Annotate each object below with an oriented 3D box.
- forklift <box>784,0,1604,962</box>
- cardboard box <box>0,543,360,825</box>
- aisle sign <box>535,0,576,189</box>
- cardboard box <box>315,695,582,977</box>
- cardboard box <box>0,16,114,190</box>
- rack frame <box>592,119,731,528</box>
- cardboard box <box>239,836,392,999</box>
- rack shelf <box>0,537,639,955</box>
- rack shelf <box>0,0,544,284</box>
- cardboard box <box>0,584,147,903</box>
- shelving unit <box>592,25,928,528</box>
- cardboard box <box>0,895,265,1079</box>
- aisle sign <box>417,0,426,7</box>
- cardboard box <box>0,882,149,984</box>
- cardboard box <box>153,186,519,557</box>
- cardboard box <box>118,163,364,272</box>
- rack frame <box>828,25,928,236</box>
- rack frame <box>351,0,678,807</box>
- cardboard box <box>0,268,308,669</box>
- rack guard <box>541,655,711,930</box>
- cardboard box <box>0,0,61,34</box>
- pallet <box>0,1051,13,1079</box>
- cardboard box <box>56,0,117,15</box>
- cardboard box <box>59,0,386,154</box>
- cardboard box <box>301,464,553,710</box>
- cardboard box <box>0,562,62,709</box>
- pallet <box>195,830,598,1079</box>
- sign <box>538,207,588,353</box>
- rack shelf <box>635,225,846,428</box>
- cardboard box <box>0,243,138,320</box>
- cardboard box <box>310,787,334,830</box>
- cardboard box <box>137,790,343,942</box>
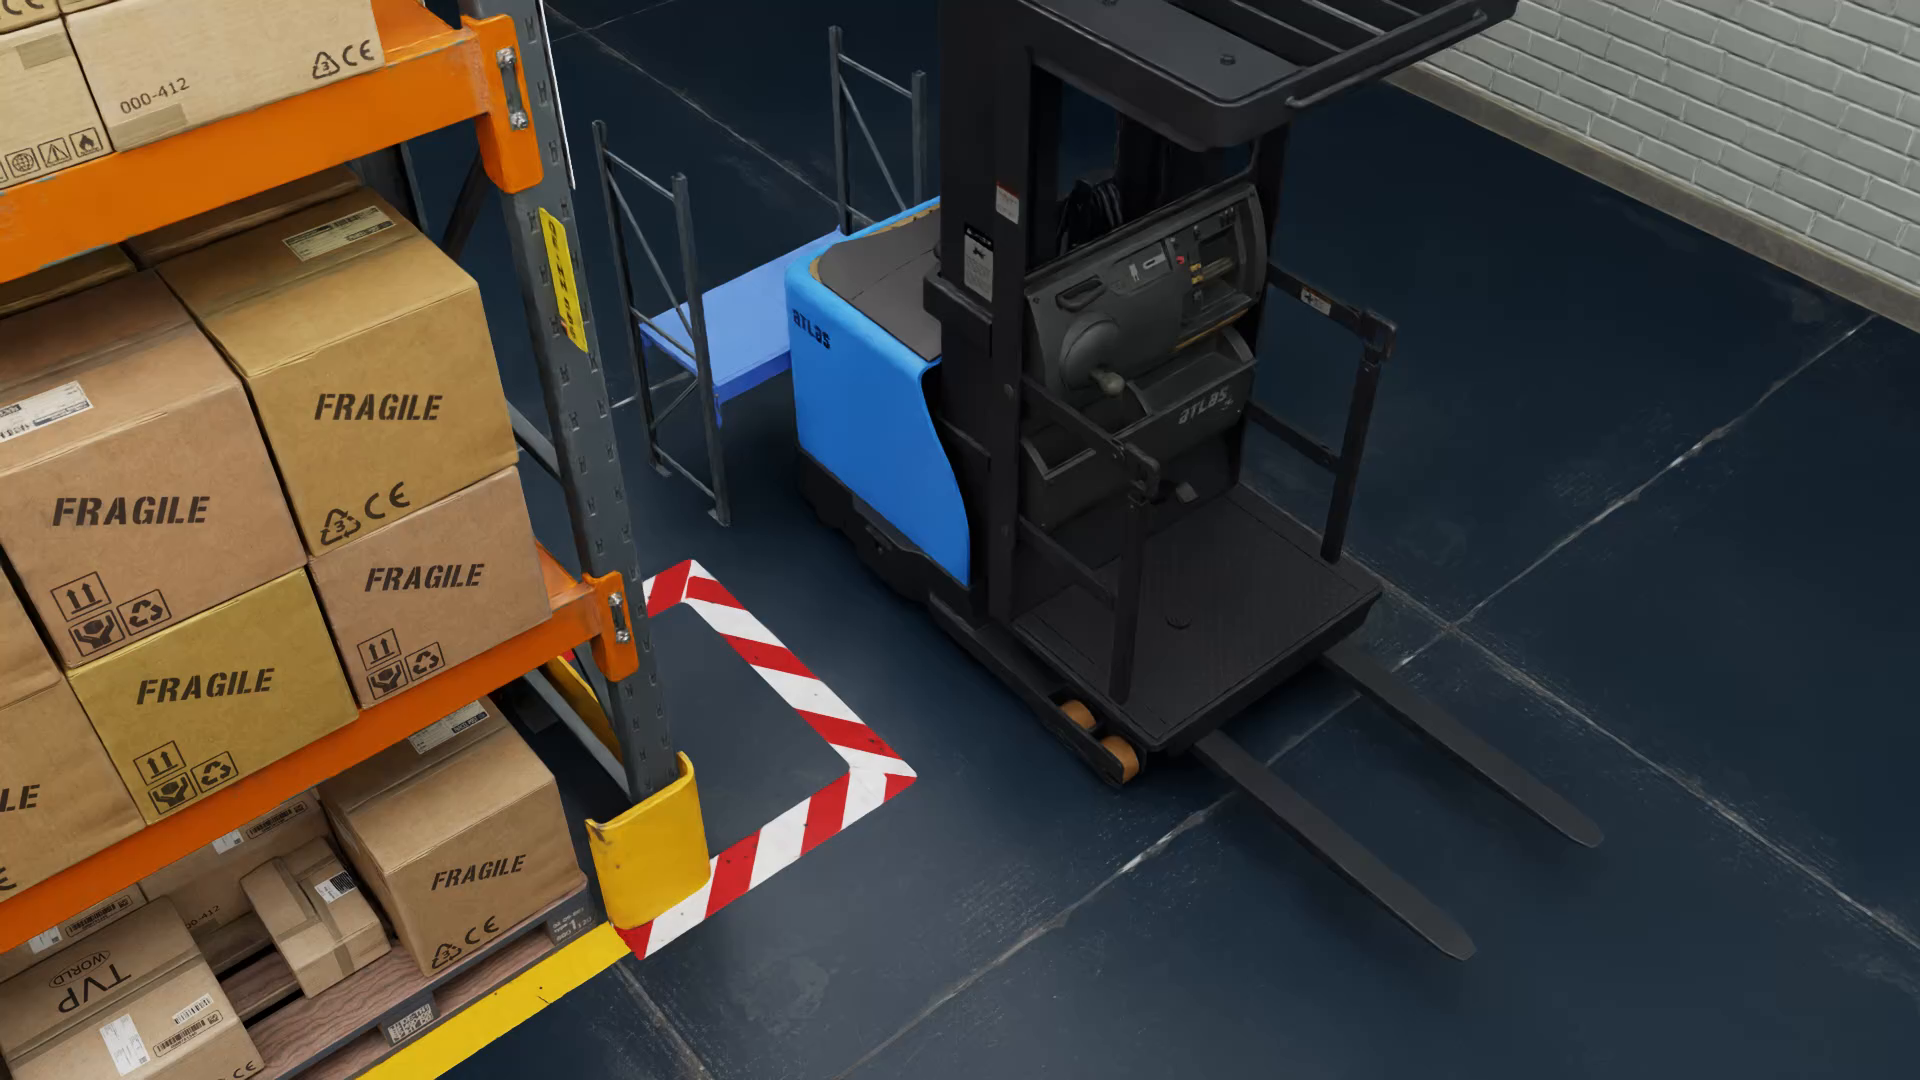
[{"bbox_3d":[0.706,-0.665,4.817,1.130,2.935,3.031,-30,51,-28],"label":"forklift"},{"bbox_3d":[-1.756,0.215,3.757,0.500,0.500,0.500,-29,51,-28],"label":"cardboard box"},{"bbox_3d":[-0.943,-1.135,3.368,0.004,0.787,0.394,-30,51,-28],"label":"aisle sign"},{"bbox_3d":[-1.451,0.801,4.710,0.500,0.500,0.500,-30,51,-28],"label":"cardboard box"},{"bbox_3d":[-1.807,-0.779,2.806,0.500,0.250,0.500,-30,51,-28],"label":"cardboard box"},{"bbox_3d":[-1.048,-0.725,5.927,0.032,1.500,0.500,-32,52,-29],"label":"rack frame"},{"bbox_3d":[-1.819,1.053,4.686,0.250,0.166,0.380,-30,51,-28],"label":"cardboard box"},{"bbox_3d":[-2.726,0.823,3.708,4.000,0.370,1.077,-30,51,-28],"label":"rack shelf"},{"bbox_3d":[-2.726,-0.271,2.681,4.000,0.370,1.077,-30,51,-28],"label":"rack shelf"},{"bbox_3d":[-2.143,0.431,3.527,0.500,0.500,0.500,-29,51,-28],"label":"cardboard box"},{"bbox_3d":[-0.673,-0.960,6.177,1.048,1.500,0.538,-32,52,-29],"label":"shelving unit"},{"bbox_3d":[-2.199,1.294,4.368,0.500,0.250,0.500,-30,51,-28],"label":"cardboard box"},{"bbox_3d":[-1.328,-1.450,3.703,0.004,0.787,0.394,-30,51,-28],"label":"aisle sign"},{"bbox_3d":[-2.558,1.053,4.625,0.500,0.250,0.500,-30,51,-28],"label":"cardboard box"},{"bbox_3d":[-1.357,-0.379,3.659,0.500,0.500,0.500,-30,51,-28],"label":"cardboard box"},{"bbox_3d":[-1.701,-0.662,3.961,0.500,0.500,0.500,-28,50,-27],"label":"cardboard box"},{"bbox_3d":[-0.298,-1.195,6.427,0.032,1.500,0.500,-32,52,-29],"label":"rack frame"},{"bbox_3d":[-1.192,-0.318,4.397,0.127,3.000,1.000,-30,51,-28],"label":"rack frame"},{"bbox_3d":[-1.744,-0.156,3.422,0.500,0.500,0.500,-28,50,-27],"label":"cardboard box"},{"bbox_3d":[-1.250,0.627,5.217,0.348,0.500,1.175,-30,51,-28],"label":"rack guard"},{"bbox_3d":[-1.806,-0.959,2.634,0.500,0.250,0.500,-30,51,-28],"label":"cardboard box"},{"bbox_3d":[-2.796,1.616,4.376,1.213,0.211,1.003,-30,51,-28],"label":"pallet"},{"bbox_3d":[-1.422,-1.179,2.868,0.500,0.250,0.500,-30,51,-28],"label":"cardboard box"},{"bbox_3d":[-1.417,-0.992,3.034,0.500,0.250,0.500,-30,51,-28],"label":"cardboard box"},{"bbox_3d":[-1.361,-0.015,4.001,0.500,0.500,0.500,-28,50,-27],"label":"cardboard box"},{"bbox_3d":[-2.138,0.074,3.177,0.500,0.500,0.500,-28,50,-27],"label":"cardboard box"},{"bbox_3d":[-1.861,1.083,4.943,1.213,0.211,1.003,-30,51,-28],"label":"pallet"},{"bbox_3d":[-0.851,-0.555,3.573,0.005,0.325,0.100,-30,51,-28],"label":"sign"},{"bbox_3d":[-0.673,-0.829,6.300,1.000,0.185,0.538,-32,52,-29],"label":"rack shelf"},{"bbox_3d":[-2.097,-0.429,3.712,0.500,0.500,0.500,-29,51,-27],"label":"cardboard box"},{"bbox_3d":[-1.925,0.668,5.096,0.250,0.166,0.380,-30,51,-28],"label":"cardboard box"},{"bbox_3d":[-2.174,0.834,4.858,0.500,0.250,0.500,-30,51,-28],"label":"cardboard box"}]
